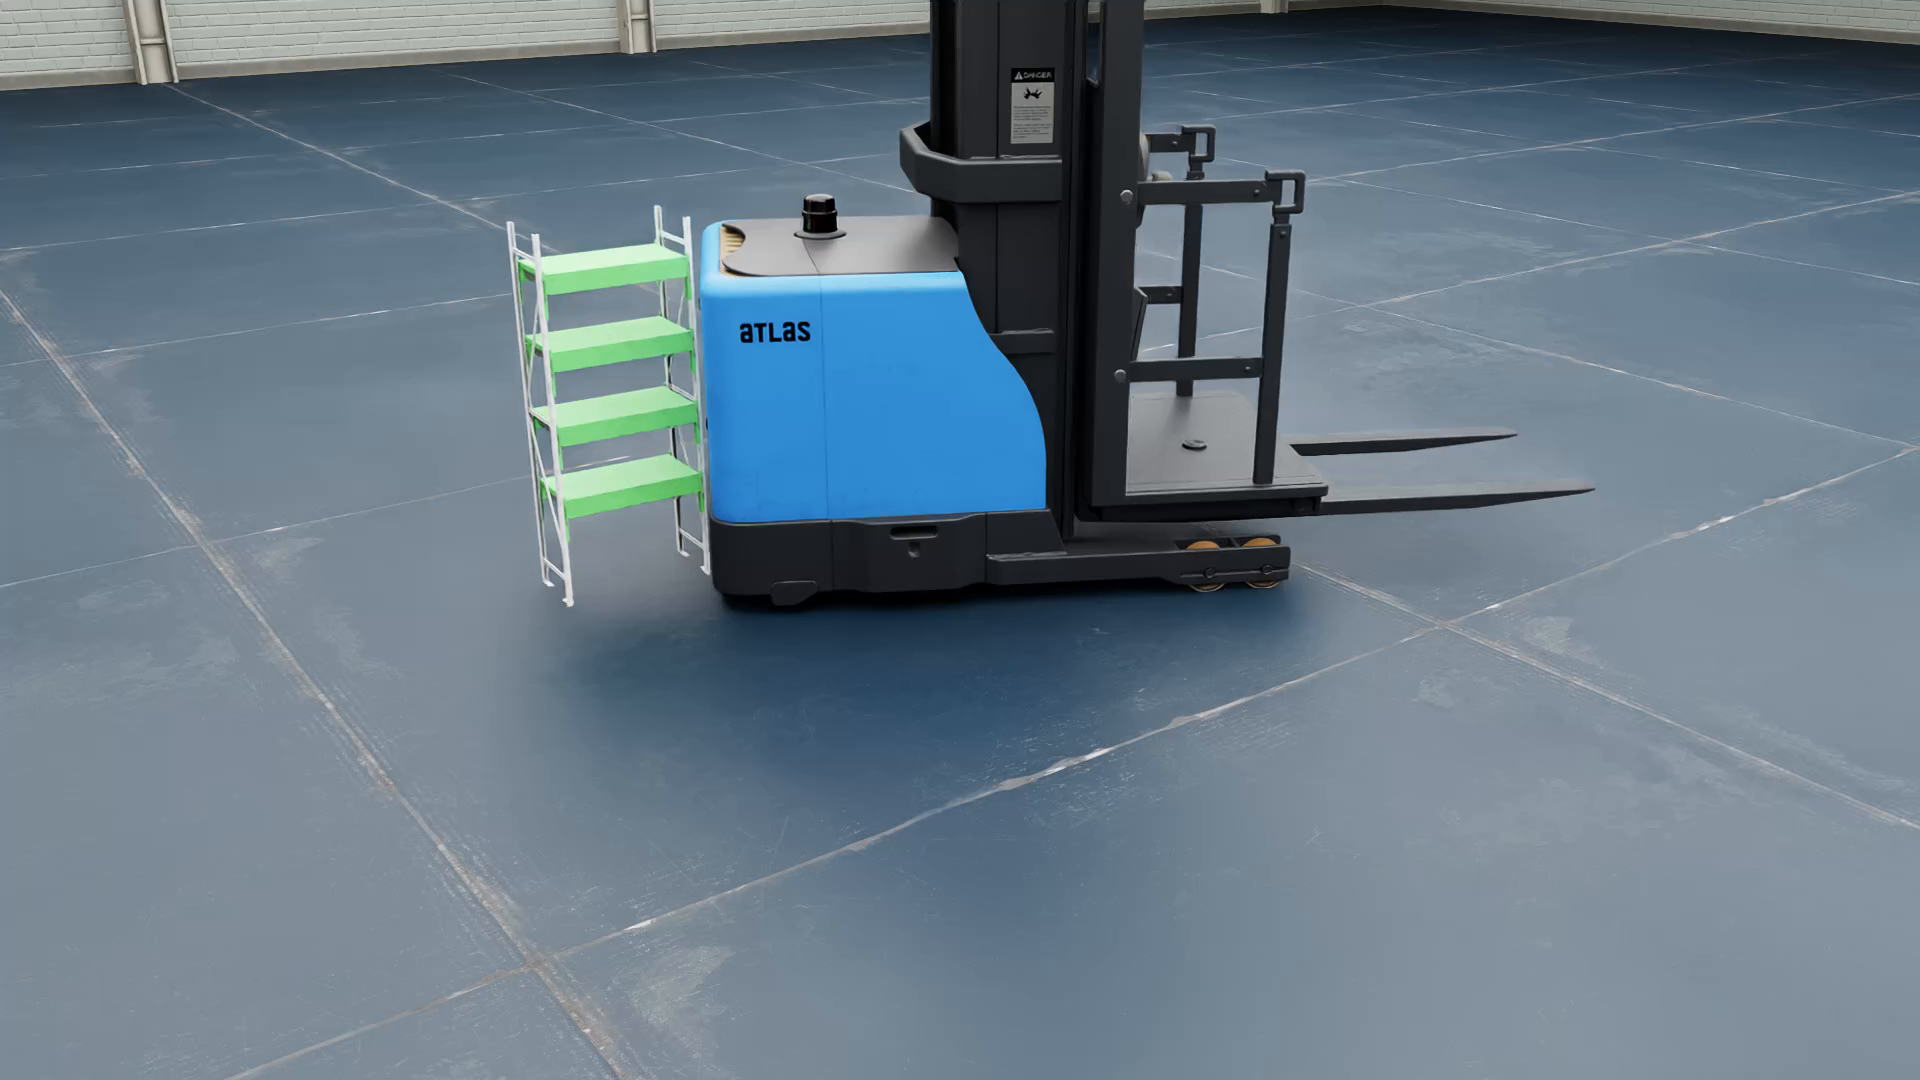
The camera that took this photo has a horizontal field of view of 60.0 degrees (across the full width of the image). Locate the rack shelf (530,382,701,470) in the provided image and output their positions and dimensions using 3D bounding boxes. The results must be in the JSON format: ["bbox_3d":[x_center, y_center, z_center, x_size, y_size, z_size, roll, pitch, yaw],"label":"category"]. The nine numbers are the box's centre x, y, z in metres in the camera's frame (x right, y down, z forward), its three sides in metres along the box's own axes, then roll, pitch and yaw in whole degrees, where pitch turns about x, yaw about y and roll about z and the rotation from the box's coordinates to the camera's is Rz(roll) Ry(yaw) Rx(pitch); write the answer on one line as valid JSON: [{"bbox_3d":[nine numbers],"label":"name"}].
[{"bbox_3d":[-1.116,-0.373,5.383,0.480,0.148,0.258,-14,26,-31],"label":"rack shelf"}]

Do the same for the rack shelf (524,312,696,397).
[{"bbox_3d":[-1.116,-0.595,5.295,0.480,0.148,0.258,-14,26,-31],"label":"rack shelf"}]

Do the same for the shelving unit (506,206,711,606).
[{"bbox_3d":[-1.116,-0.432,5.360,0.503,1.200,0.258,-14,26,-31],"label":"shelving unit"}]

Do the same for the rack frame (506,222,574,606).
[{"bbox_3d":[-1.319,-0.382,5.234,0.015,1.200,0.240,-14,26,-31],"label":"rack frame"}]

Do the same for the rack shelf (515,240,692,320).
[{"bbox_3d":[-1.116,-0.818,5.206,0.480,0.148,0.258,-14,26,-31],"label":"rack shelf"}]

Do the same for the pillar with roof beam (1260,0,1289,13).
[{"bbox_3d":[7.944,-12.022,23.881,0.400,9.000,9.100,-15,26,-33],"label":"pillar with roof beam"}]

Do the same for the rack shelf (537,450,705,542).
[{"bbox_3d":[-1.116,-0.150,5.472,0.480,0.148,0.258,-14,26,-31],"label":"rack shelf"}]

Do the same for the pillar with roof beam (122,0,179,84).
[{"bbox_3d":[-6.667,-8.126,14.117,0.400,9.000,9.100,-15,26,-33],"label":"pillar with roof beam"}]

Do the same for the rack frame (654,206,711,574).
[{"bbox_3d":[-0.913,-0.482,5.485,0.015,1.200,0.240,-14,26,-31],"label":"rack frame"}]

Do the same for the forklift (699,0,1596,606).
[{"bbox_3d":[0.653,-1.380,5.401,3.031,2.935,1.130,-3,22,-7],"label":"forklift"}]

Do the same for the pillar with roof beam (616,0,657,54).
[{"bbox_3d":[-1.797,-9.424,17.372,0.400,9.000,9.100,-15,26,-33],"label":"pillar with roof beam"}]
